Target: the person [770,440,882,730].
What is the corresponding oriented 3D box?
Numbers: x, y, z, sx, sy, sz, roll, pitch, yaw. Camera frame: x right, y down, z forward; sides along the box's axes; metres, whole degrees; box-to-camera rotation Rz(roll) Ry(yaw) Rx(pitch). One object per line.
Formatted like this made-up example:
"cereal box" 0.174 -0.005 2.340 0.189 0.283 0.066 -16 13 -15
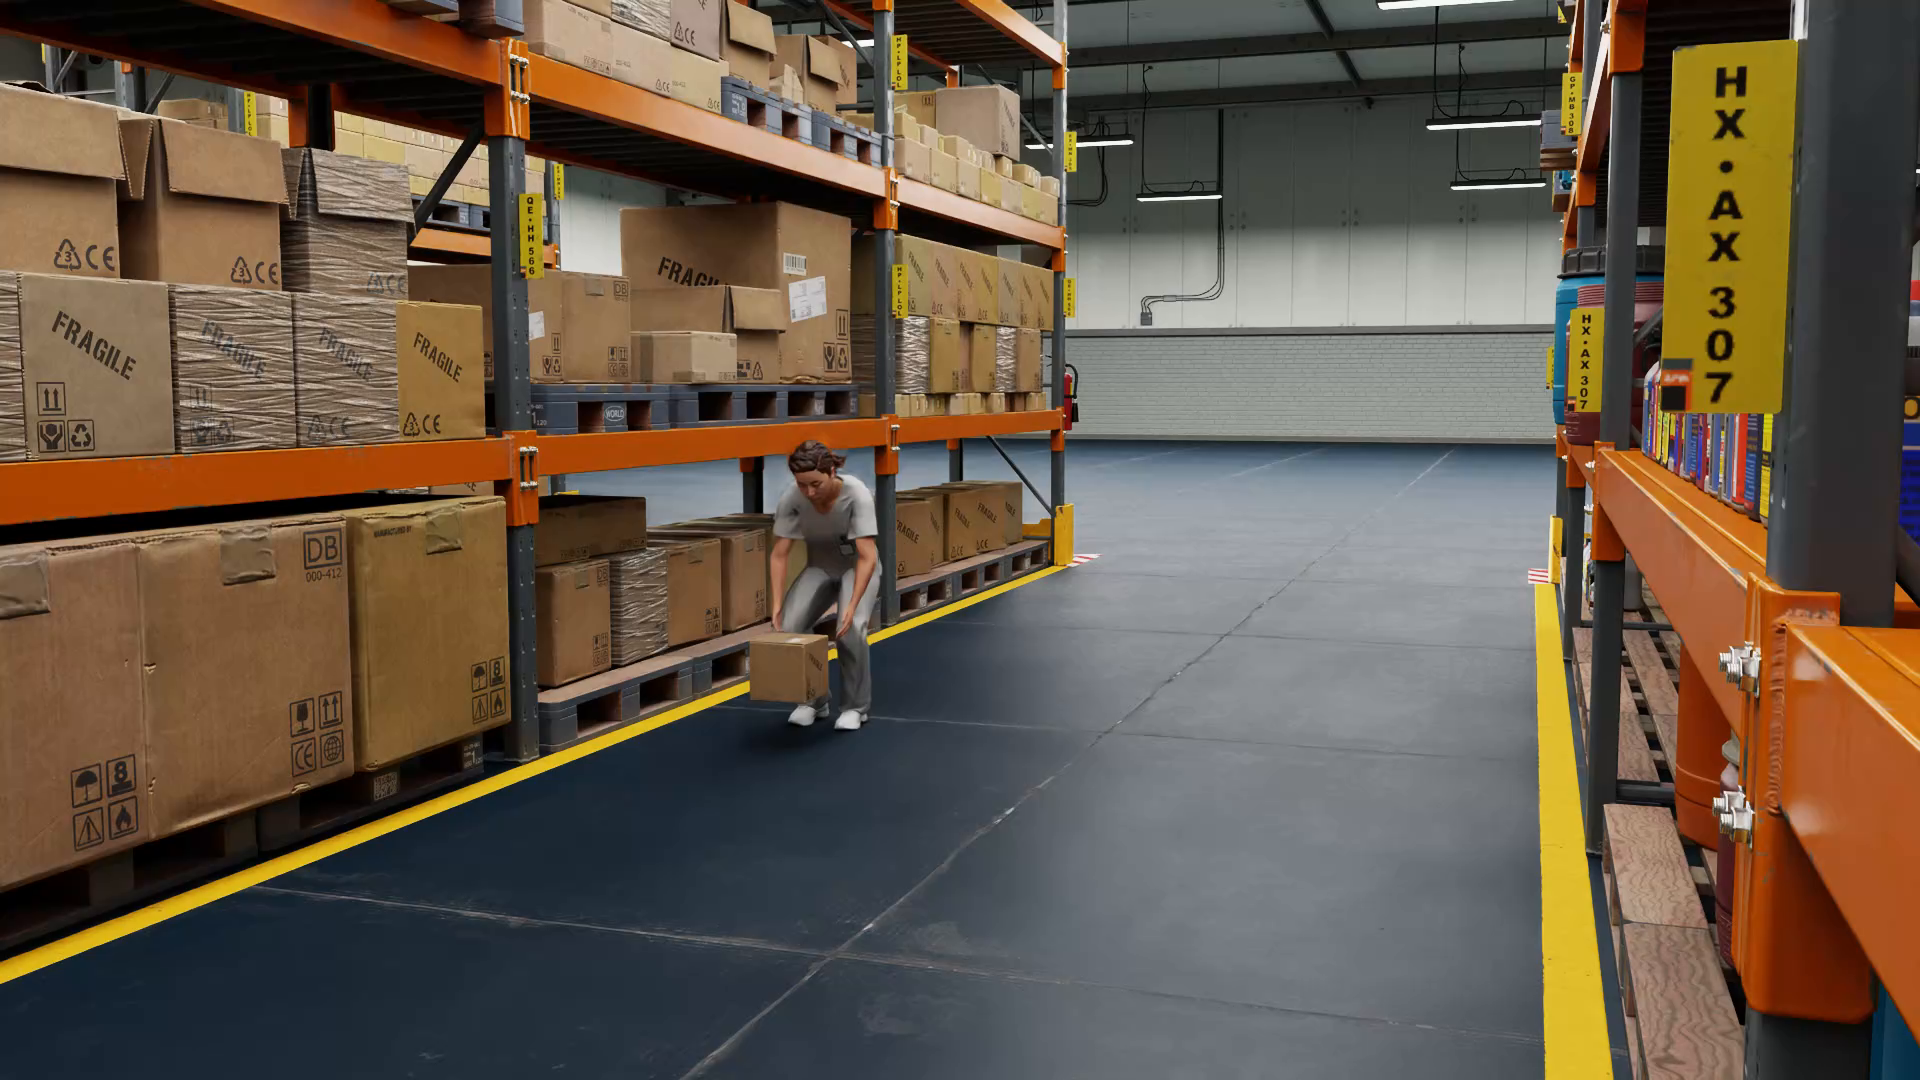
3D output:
"person" -0.559 0.191 7.321 0.493 1.278 0.693 2 6 19
